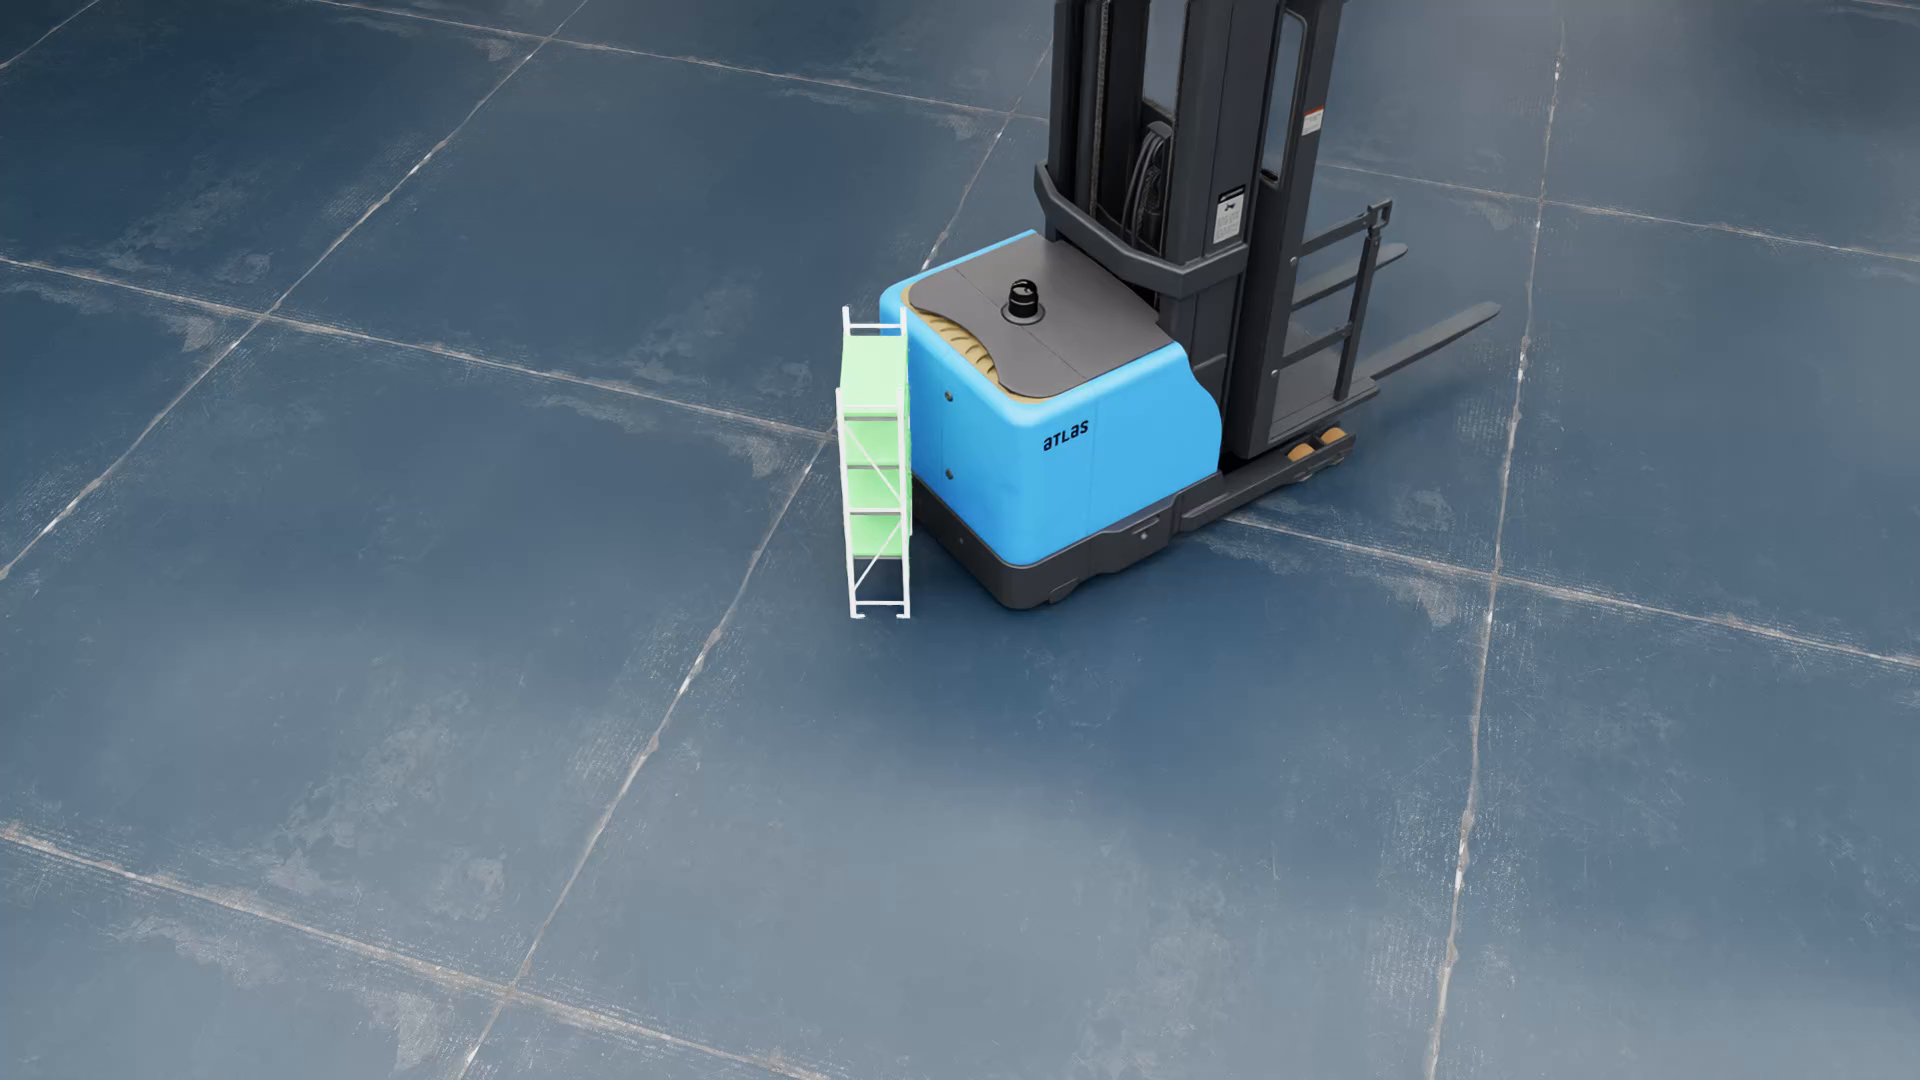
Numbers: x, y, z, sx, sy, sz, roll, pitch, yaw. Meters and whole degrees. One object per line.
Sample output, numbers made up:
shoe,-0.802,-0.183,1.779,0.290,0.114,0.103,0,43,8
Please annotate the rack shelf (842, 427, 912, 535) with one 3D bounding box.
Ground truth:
rack shelf,-0.326,-0.238,6.626,0.258,0.148,0.480,0,44,0

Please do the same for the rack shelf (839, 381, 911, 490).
rack shelf,-0.326,-0.409,6.458,0.258,0.148,0.480,0,44,0

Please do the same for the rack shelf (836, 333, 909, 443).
rack shelf,-0.326,-0.581,6.290,0.258,0.148,0.480,0,44,0

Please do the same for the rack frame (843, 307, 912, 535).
rack frame,-0.326,-0.454,6.755,0.240,1.200,0.015,0,44,0

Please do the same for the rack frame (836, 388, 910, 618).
rack frame,-0.326,-0.113,6.407,0.240,1.200,0.015,0,44,0

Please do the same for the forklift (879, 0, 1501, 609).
forklift,1.163,-1.589,6.677,3.031,2.935,1.130,-26,50,-24

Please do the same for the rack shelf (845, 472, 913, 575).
rack shelf,-0.326,-0.066,6.793,0.258,0.148,0.480,0,44,0

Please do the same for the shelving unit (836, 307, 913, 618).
shelving unit,-0.326,-0.284,6.581,0.258,1.200,0.503,0,44,0
